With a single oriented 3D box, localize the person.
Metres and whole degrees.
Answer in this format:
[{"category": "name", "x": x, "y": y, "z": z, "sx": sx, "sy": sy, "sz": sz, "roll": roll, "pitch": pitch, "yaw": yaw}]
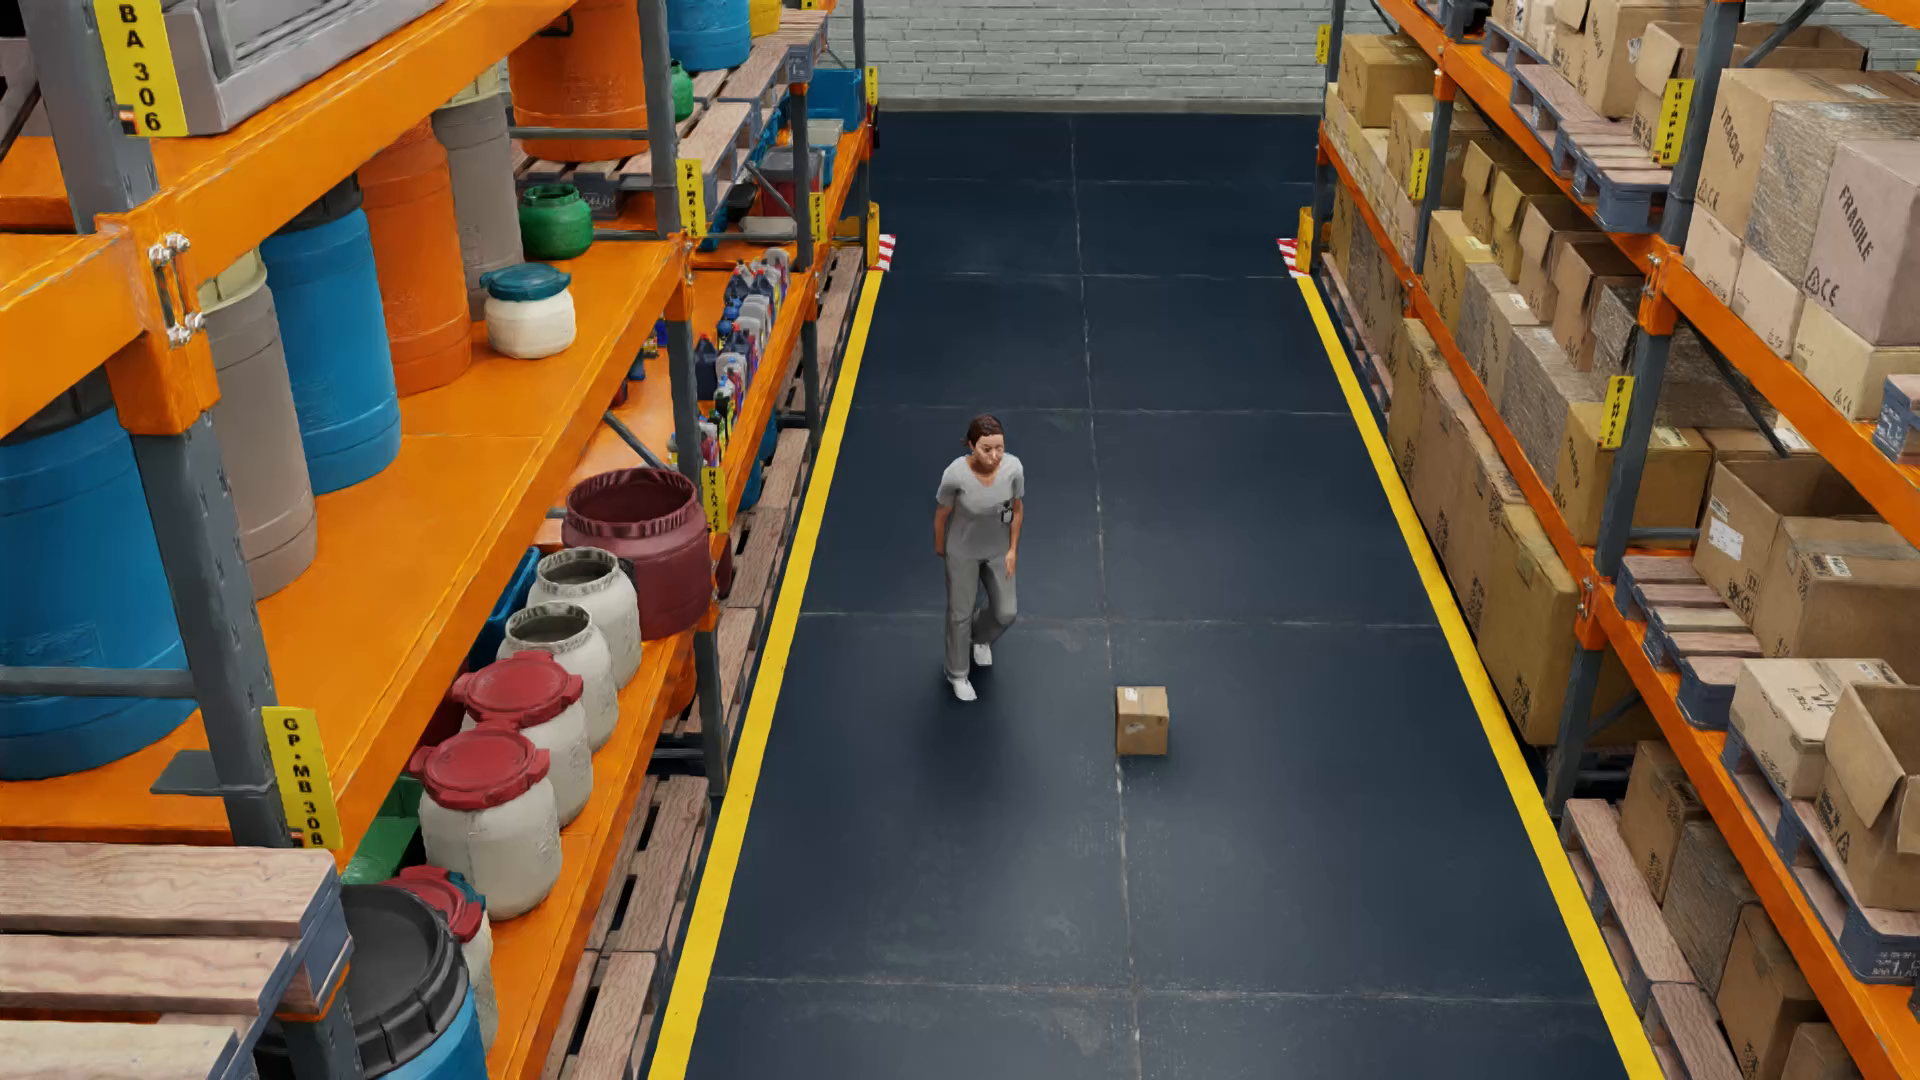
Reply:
[{"category": "person", "x": 0.080, "y": 0.043, "z": 8.569, "sx": 0.452, "sy": 1.650, "sz": 0.615, "roll": -9, "pitch": 29, "yaw": -16}]
